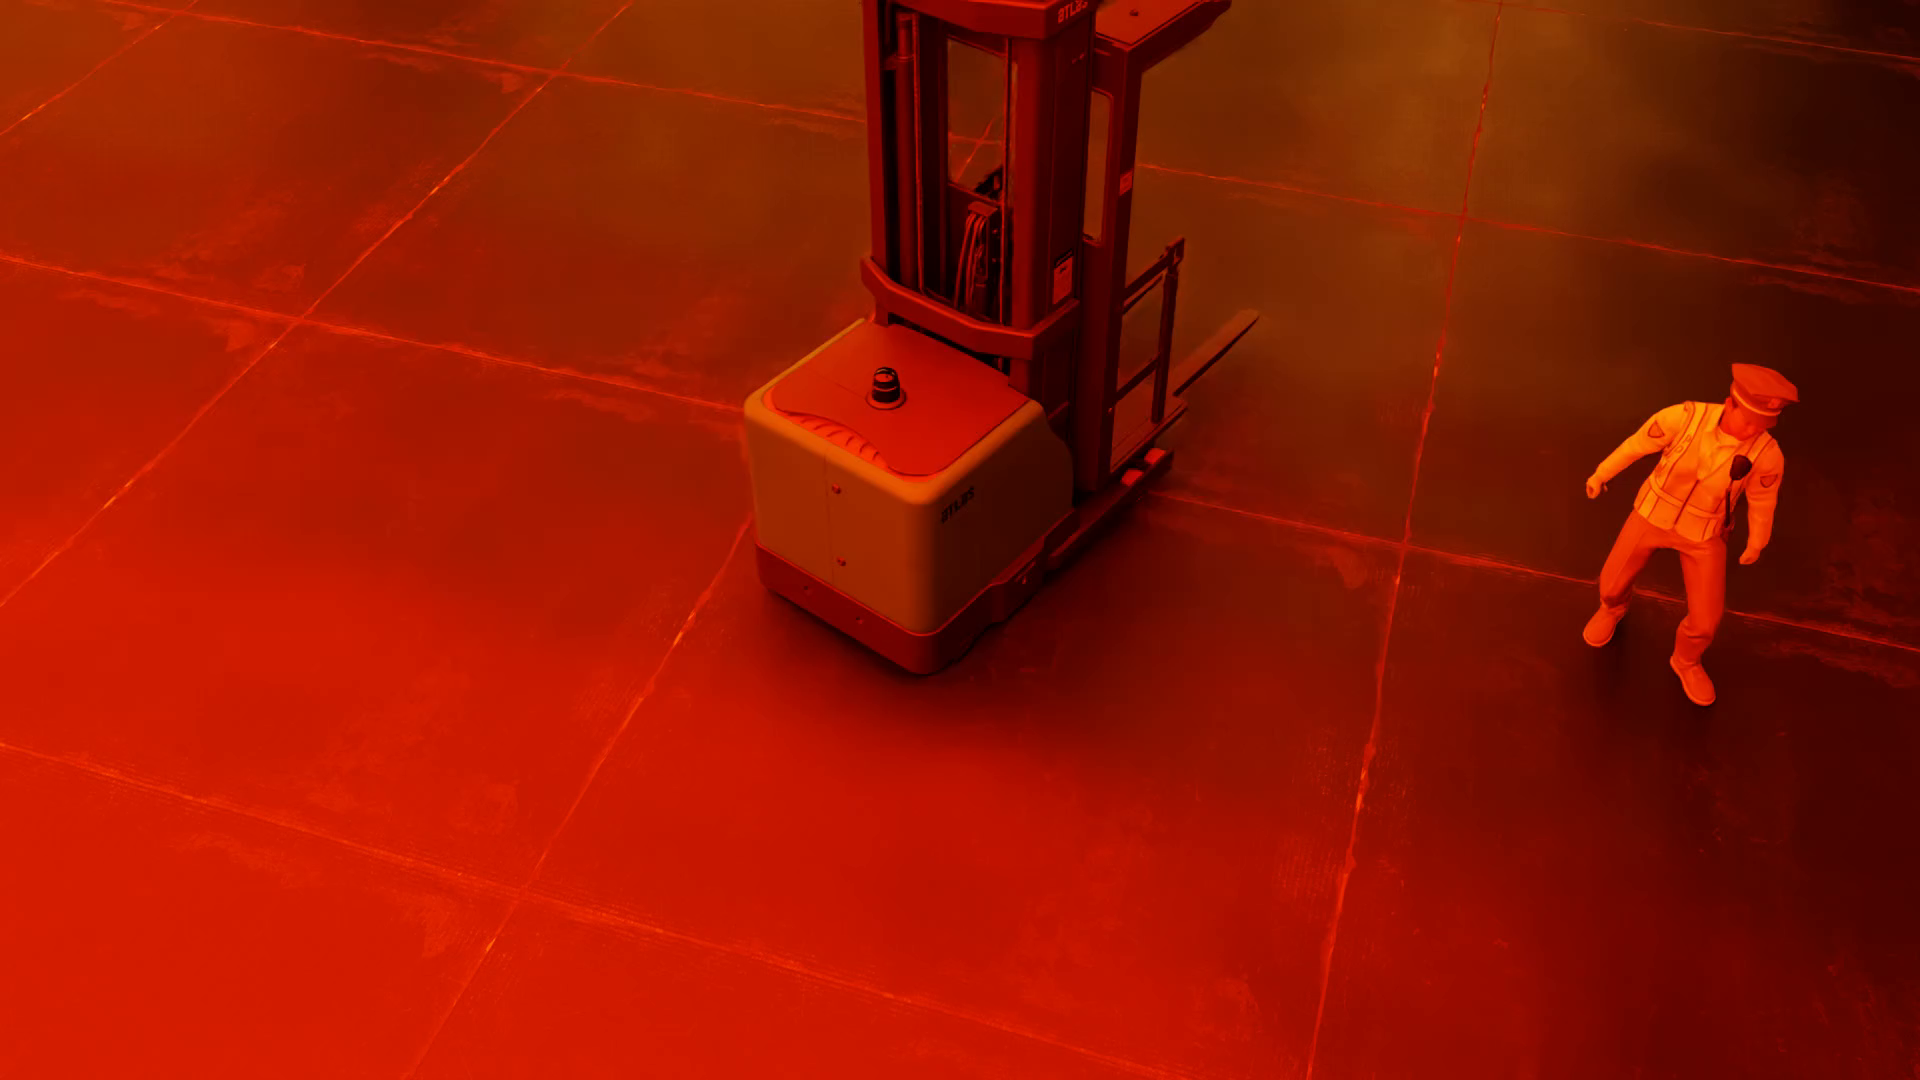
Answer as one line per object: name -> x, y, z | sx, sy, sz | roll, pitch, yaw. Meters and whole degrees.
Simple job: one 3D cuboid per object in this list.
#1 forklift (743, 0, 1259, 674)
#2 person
forklift -> 0.387, -1.446, 7.243 | 1.130, 2.935, 3.031 | 28, 50, 27
person -> 2.939, -0.097, 6.767 | 0.793, 1.607, 0.421 | 25, 49, 25
